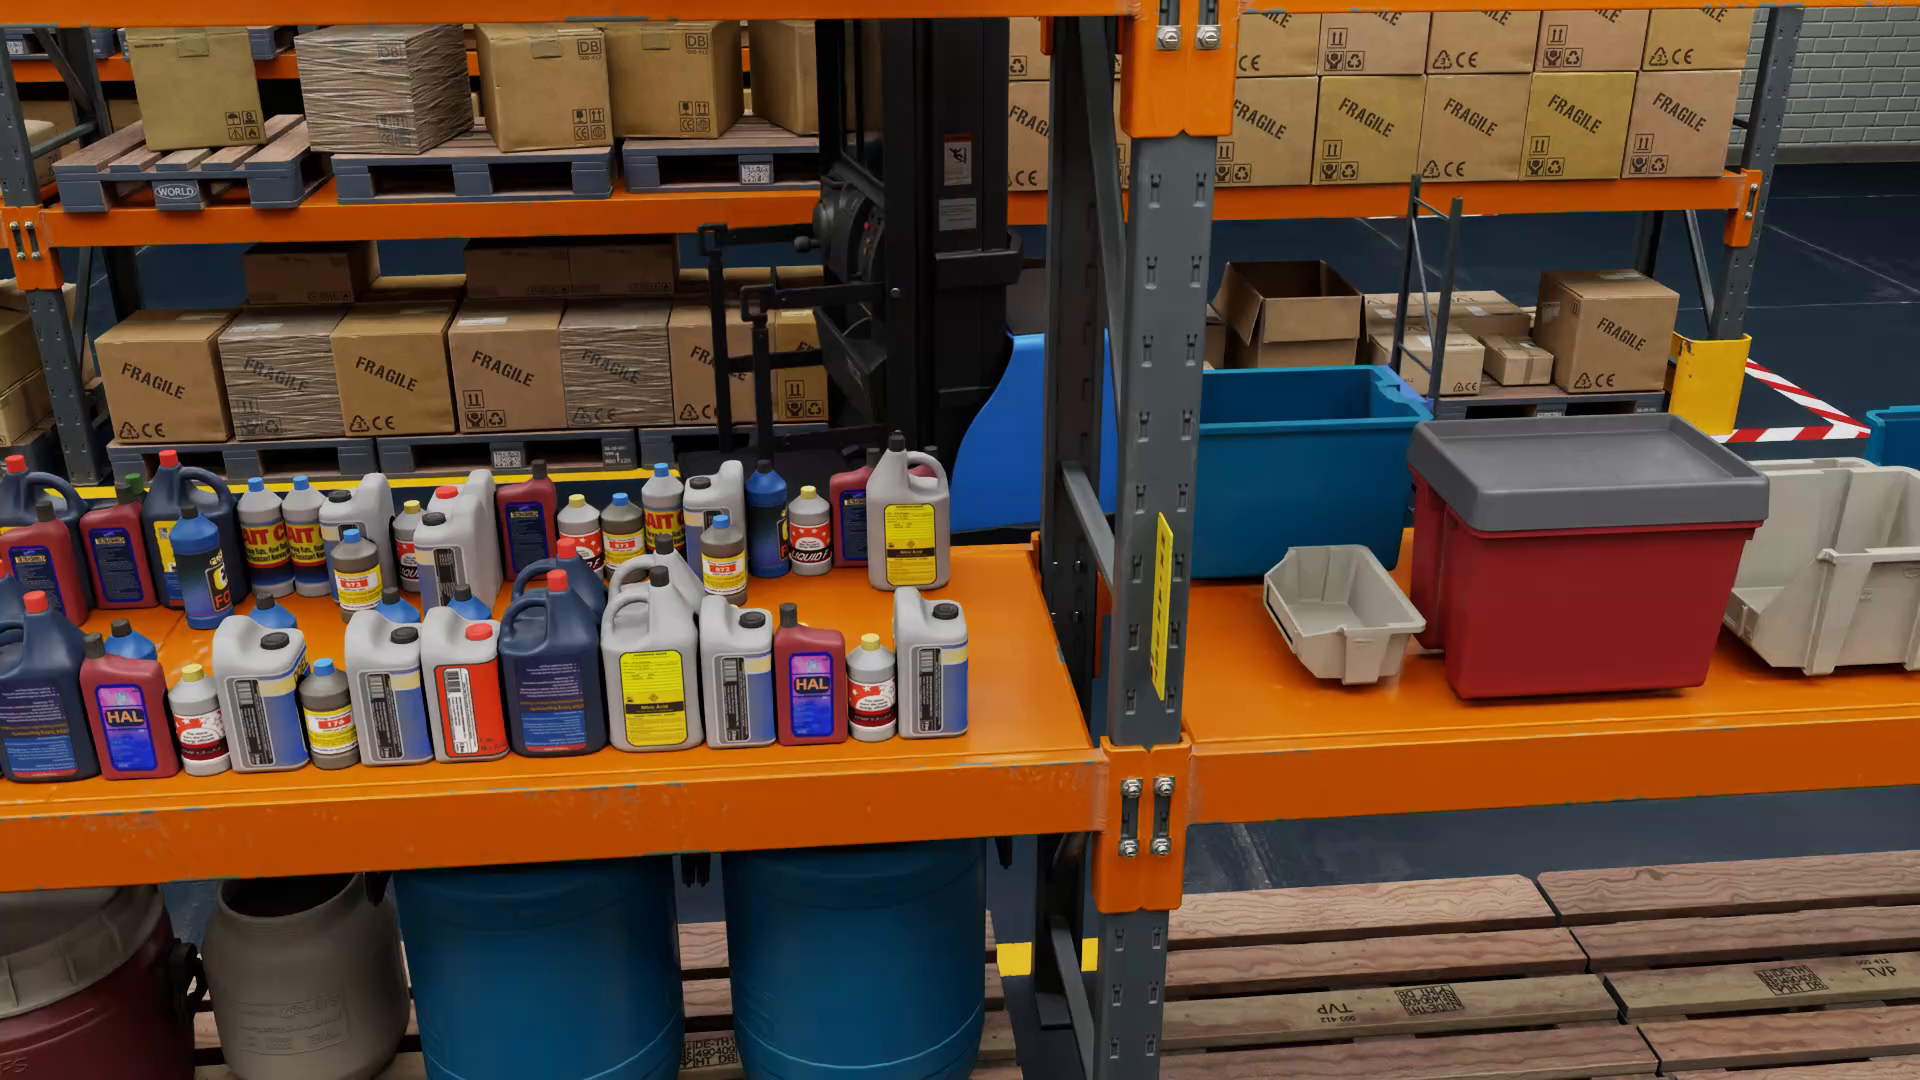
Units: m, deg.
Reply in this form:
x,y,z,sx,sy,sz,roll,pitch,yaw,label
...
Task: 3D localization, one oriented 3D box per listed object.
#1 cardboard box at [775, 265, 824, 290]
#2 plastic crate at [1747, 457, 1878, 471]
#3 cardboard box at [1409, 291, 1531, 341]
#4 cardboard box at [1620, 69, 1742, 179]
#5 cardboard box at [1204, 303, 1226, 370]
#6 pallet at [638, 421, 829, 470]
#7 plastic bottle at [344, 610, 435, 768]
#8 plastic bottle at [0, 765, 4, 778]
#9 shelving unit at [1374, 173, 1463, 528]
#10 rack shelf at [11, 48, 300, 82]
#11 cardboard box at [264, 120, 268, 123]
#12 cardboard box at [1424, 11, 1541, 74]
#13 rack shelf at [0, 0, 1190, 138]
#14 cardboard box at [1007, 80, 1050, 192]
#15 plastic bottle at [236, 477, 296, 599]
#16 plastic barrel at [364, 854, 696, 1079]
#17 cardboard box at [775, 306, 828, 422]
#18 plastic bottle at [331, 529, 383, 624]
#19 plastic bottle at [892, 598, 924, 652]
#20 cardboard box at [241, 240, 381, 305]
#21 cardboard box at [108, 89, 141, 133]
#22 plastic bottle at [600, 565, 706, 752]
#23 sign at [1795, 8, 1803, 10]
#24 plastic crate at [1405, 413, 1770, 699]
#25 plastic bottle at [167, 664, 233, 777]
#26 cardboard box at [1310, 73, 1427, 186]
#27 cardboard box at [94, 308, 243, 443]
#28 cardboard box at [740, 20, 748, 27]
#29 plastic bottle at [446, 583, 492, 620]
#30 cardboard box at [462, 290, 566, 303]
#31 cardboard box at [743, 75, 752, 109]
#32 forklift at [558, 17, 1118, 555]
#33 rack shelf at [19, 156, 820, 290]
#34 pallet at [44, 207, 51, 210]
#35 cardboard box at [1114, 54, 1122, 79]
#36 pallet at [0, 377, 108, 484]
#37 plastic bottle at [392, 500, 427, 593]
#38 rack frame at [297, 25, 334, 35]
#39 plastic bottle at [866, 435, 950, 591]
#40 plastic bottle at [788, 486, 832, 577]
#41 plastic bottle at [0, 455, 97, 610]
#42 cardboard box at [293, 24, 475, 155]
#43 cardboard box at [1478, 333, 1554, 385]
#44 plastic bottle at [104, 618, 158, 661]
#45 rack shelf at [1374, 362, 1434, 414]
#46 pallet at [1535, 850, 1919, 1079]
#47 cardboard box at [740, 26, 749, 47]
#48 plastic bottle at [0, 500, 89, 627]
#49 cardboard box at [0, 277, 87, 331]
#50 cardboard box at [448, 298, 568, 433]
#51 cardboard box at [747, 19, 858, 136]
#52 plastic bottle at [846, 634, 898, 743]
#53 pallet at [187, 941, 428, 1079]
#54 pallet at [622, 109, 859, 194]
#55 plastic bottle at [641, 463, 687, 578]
x,y,z,sx,sy,sz,roll,pitch,yaw,label
-0.684,-1.117,8.605,0.500,0.500,0.500,-3,24,-8,cardboard box
2.008,-0.074,3.975,0.466,0.136,0.293,-2,24,-5,plastic crate
2.735,-1.156,9.001,0.500,0.250,0.500,-2,24,-5,cardboard box
3.383,-2.056,8.060,0.500,0.500,0.500,-2,24,-4,cardboard box
1.107,-1.119,8.842,0.500,0.311,0.500,-2,24,-5,cardboard box
-0.985,-0.657,8.468,1.213,0.211,1.003,-2,24,-5,pallet
-1.056,0.267,3.110,0.135,0.276,0.152,-2,24,-5,plastic bottle
-1.834,0.298,3.039,0.135,0.276,0.152,-2,24,-5,plastic bottle
1.454,-0.749,7.089,1.048,1.500,0.538,-3,24,-6,shelving unit
-6.640,-3.413,12.121,4.000,0.370,1.077,-2,24,-5,rack shelf
-5.362,-2.830,12.460,0.500,0.500,0.700,-2,24,-4,cardboard box
2.368,-2.469,7.758,0.500,0.500,0.500,-2,24,-4,cardboard box
-1.686,-0.939,2.861,4.000,0.370,1.077,-2,24,-5,rack shelf
0.355,-1.935,7.787,0.500,0.500,0.500,-2,24,-4,cardboard box
-1.561,-0.010,3.737,0.097,0.271,0.097,0,24,0,plastic bottle
-0.944,0.834,3.748,0.708,0.901,0.600,-2,24,-5,plastic barrel
-0.642,-0.902,8.122,0.500,0.500,0.500,-2,24,-5,cardboard box
-1.315,0.075,3.634,0.097,0.201,0.097,0,24,0,plastic bottle
-0.087,0.211,3.327,0.097,0.201,0.097,0,24,0,plastic bottle
-3.196,-1.357,8.222,0.500,0.250,0.500,-1,24,-3,cardboard box
-5.935,-3.175,12.314,0.500,0.250,0.500,-2,24,-4,cardboard box
-0.578,0.215,3.134,0.185,0.351,0.144,-2,24,-5,plastic bottle
3.836,-2.587,7.562,0.005,0.325,0.100,-2,24,-5,sign
1.217,0.033,3.331,0.583,0.464,0.402,-2,24,-5,plastic crate
-1.399,0.326,3.069,0.097,0.201,0.097,0,24,0,plastic bottle
1.868,-1.996,7.925,0.500,0.500,0.500,-3,24,-6,cardboard box
-3.679,-0.781,7.849,0.500,0.500,0.500,-1,24,-3,cardboard box
-1.611,-4.027,12.103,0.500,0.500,0.500,-2,24,-5,cardboard box
-0.952,0.214,3.235,0.097,0.271,0.097,0,24,0,plastic bottle
-2.215,-1.054,8.464,0.500,0.500,0.500,-3,24,-7,cardboard box
-1.304,-3.112,12.688,0.750,0.750,0.750,-2,24,-5,cardboard box
-0.617,-1.232,6.413,3.031,2.935,1.130,-7,25,-16,forklift
-2.169,-1.570,7.975,4.000,0.370,1.077,-2,24,-5,rack shelf
-6.639,-2.469,12.545,1.213,0.211,1.003,-2,24,-5,pallet
0.831,-2.407,7.619,0.500,0.500,0.500,-3,24,-7,cardboard box
-4.983,-0.528,8.178,1.213,0.211,1.003,-2,24,-5,pallet
-1.233,0.009,3.781,0.097,0.201,0.097,0,24,0,plastic bottle
-4.650,-3.821,12.154,0.127,3.000,1.000,-2,24,-5,rack frame
-0.118,-0.069,3.774,0.185,0.351,0.144,-2,24,-5,plastic bottle
-0.348,-0.026,3.861,0.097,0.201,0.097,0,24,0,plastic bottle
-2.016,-0.018,3.658,0.185,0.351,0.144,-2,24,-5,plastic bottle
-2.615,-2.087,7.612,0.500,0.500,0.700,2,24,5,cardboard box
2.873,-0.944,8.627,0.250,0.166,0.380,-2,24,-5,cardboard box
-1.538,0.274,3.098,0.097,0.271,0.097,0,24,0,plastic bottle
1.454,-0.585,7.162,1.000,0.185,0.538,-3,24,-6,rack shelf
2.249,1.203,4.284,1.213,0.211,1.003,-2,24,-5,pallet
-1.489,-3.736,12.246,0.250,0.149,0.380,-2,24,-3,cardboard box
-1.980,0.053,3.581,0.133,0.283,0.061,-2,24,-5,plastic bottle
-4.710,-1.109,8.229,0.500,0.311,0.500,-1,24,-3,cardboard box
-2.140,-0.845,7.993,0.500,0.500,0.500,-3,24,-7,cardboard box
-0.672,-2.288,8.064,0.500,0.500,0.700,-11,26,-23,cardboard box
-0.169,0.276,3.180,0.097,0.201,0.097,0,24,0,plastic bottle
-1.685,1.362,3.927,1.213,0.211,1.003,-2,24,-5,pallet
-0.985,-1.903,8.075,1.213,0.211,1.003,-2,24,-5,pallet
-0.676,-0.045,3.817,0.097,0.271,0.097,0,24,0,plastic bottle
